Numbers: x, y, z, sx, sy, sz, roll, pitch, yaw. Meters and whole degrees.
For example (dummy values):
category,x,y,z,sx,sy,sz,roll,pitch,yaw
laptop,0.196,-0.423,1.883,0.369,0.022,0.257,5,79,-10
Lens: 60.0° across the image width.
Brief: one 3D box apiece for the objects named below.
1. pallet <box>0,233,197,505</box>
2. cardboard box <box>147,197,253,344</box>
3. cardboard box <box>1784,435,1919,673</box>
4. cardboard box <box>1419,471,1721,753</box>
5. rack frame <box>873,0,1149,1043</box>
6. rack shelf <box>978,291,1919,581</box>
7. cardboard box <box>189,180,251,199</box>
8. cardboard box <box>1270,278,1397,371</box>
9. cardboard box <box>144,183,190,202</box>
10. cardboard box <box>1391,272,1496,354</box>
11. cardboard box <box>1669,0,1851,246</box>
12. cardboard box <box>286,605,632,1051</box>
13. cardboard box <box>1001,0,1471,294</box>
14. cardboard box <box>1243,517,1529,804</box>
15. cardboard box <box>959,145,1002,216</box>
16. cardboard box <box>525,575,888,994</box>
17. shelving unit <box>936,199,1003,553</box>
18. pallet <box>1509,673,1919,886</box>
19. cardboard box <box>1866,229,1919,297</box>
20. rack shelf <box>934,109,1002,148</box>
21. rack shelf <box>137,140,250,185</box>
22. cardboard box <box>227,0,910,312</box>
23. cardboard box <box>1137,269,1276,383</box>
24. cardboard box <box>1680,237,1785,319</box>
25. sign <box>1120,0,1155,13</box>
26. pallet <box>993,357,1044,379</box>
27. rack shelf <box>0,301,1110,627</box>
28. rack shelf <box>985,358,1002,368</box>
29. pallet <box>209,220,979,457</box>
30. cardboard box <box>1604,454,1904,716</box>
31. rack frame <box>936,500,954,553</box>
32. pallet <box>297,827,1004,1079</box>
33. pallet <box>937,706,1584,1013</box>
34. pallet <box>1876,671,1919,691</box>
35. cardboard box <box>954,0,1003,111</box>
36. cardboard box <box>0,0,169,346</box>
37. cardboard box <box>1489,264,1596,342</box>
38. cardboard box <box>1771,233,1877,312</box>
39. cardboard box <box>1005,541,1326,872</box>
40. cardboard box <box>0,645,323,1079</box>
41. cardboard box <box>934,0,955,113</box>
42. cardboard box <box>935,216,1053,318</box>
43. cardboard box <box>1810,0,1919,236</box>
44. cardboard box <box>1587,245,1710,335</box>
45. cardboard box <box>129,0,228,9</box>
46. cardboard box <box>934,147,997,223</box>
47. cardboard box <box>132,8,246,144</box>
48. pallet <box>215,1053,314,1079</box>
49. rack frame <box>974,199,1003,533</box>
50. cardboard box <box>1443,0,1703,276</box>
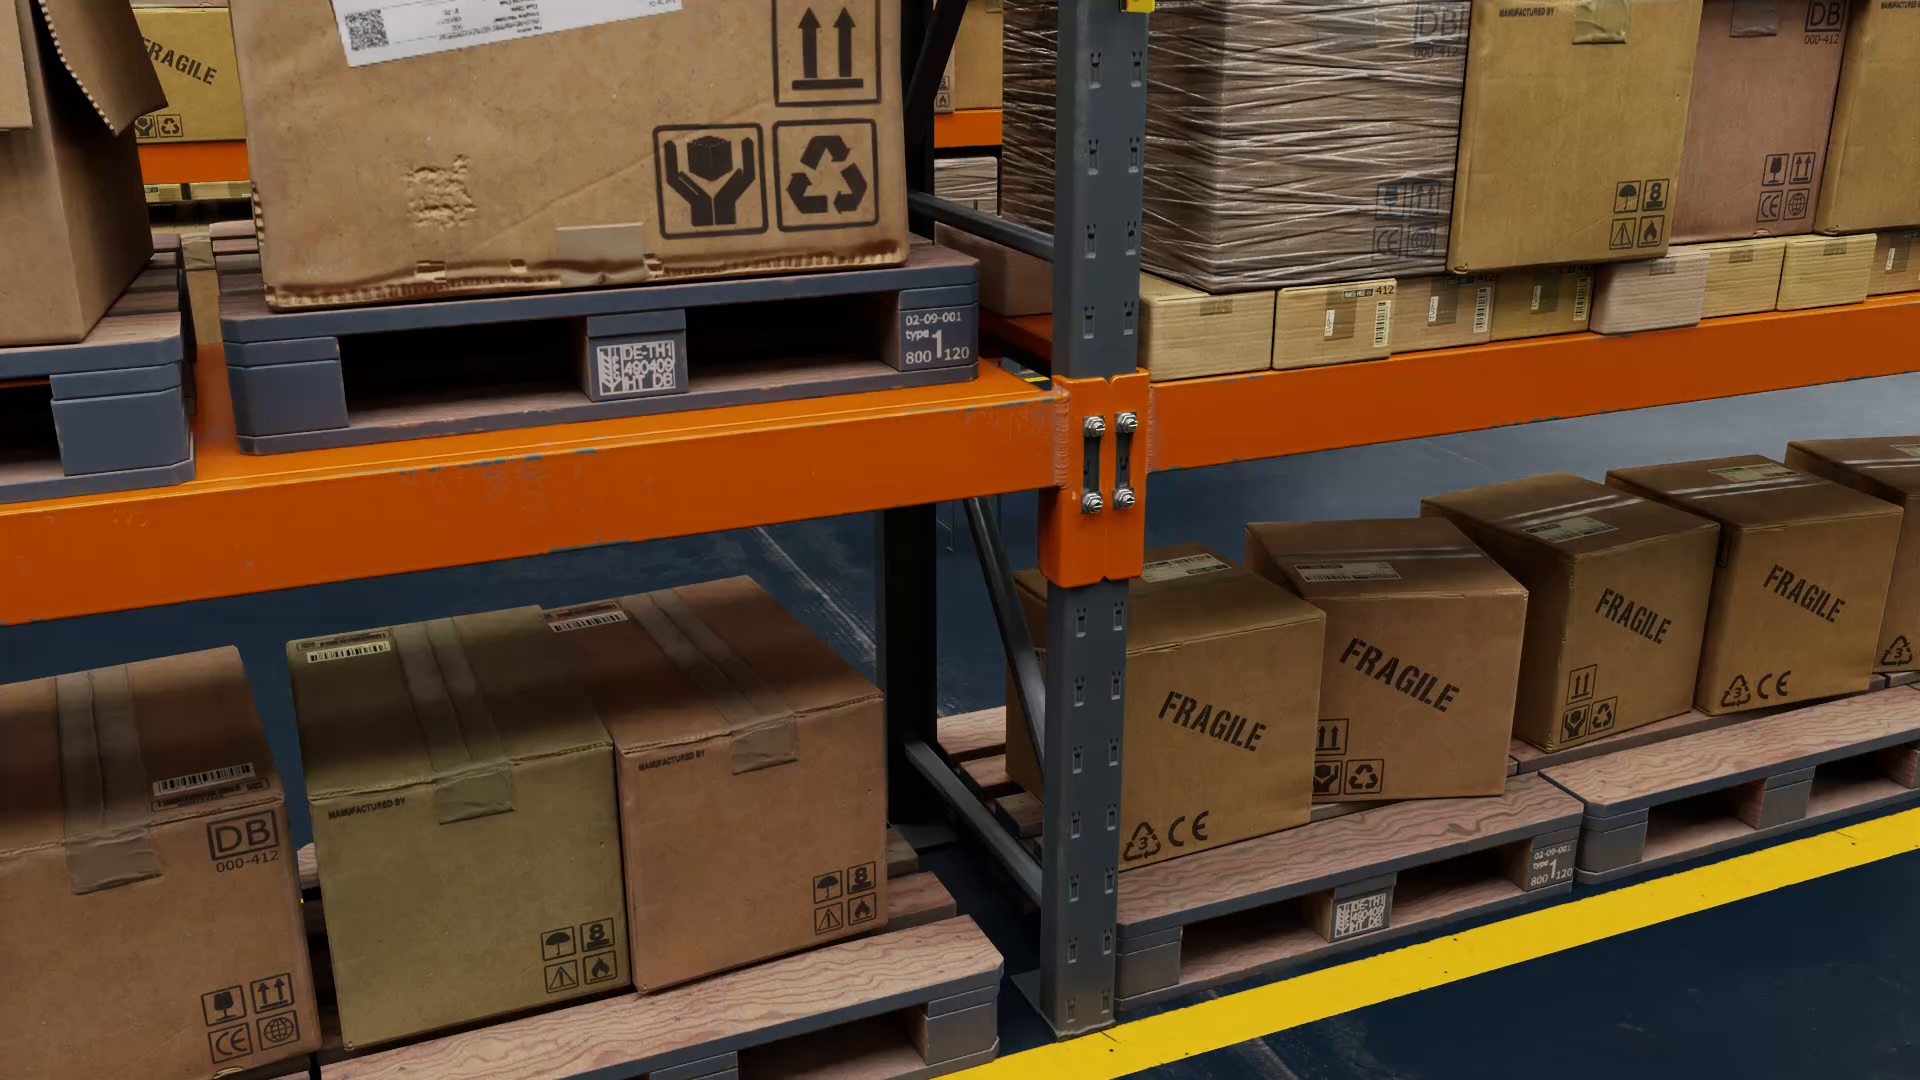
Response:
category,x,y,z,sx,sy,sz,roll,pitch,yaw
pallet,-1.820,-0.252,2.509,1.213,0.211,1.003,-8,21,-22
cardboard box,-3.242,-1.023,7.167,0.750,0.750,1.050,-8,21,-22
cardboard box,2.609,0.026,4.565,0.500,0.500,0.500,-3,20,-8
cardboard box,1.496,0.162,4.177,0.500,0.500,0.500,-10,22,-27
rack frame,0.051,-0.595,3.196,0.127,3.000,1.000,-8,21,-22
rack shelf,1.888,-0.519,4.063,4.000,0.370,1.077,-8,21,-22
cardboard box,-5.013,-2.411,11.676,0.625,0.372,0.950,-7,21,-19
cardboard box,0.603,-0.442,3.140,0.250,0.149,0.380,-8,21,-22
cardboard box,-5.651,-2.319,11.415,0.625,0.372,0.950,-7,21,-20
cardboard box,0.821,-0.484,3.258,0.250,0.149,0.380,-8,21,-22
cardboard box,1.381,-0.975,3.675,0.500,0.500,0.875,-8,21,-22
cardboard box,-0.966,0.507,3.166,0.500,0.500,0.700,-8,21,-22
cardboard box,0.489,-0.823,3.245,0.500,0.500,0.875,-8,21,-22
cardboard box,0.957,0.268,3.877,0.500,0.500,0.500,-2,19,-5
cardboard box,0.449,-1.618,8.666,0.875,0.875,0.875,-9,21,-23
cardboard box,-0.521,0.450,3.328,0.500,0.500,0.700,-10,22,-26
shelving unit,0.013,-0.568,5.828,0.189,1.200,0.258,-8,21,-22
pallet,1.776,0.459,4.401,1.213,0.211,1.003,-8,21,-22
cardboard box,1.952,-0.662,3.763,0.250,0.149,0.380,-8,21,-22
rack shelf,0.016,-2.045,8.397,4.000,0.370,1.077,-8,21,-22
rack shelf,-3.657,-1.519,6.902,4.000,0.370,1.077,-8,21,-22
cardboard box,-0.734,-1.015,2.851,1.000,1.000,1.000,-8,21,-22
cardboard box,0.368,-0.413,3.058,0.250,0.149,0.380,-8,21,-22
cardboard box,1.506,-0.585,3.546,0.250,0.149,0.380,-8,21,-22
sign,0.275,-0.973,2.525,0.005,0.325,0.100,-8,21,-22
pallet,0.031,-1.044,8.669,1.213,0.211,1.003,-8,21,-22
rack shelf,-1.785,0.007,2.569,4.000,0.370,1.077,-8,21,-22
rack shelf,0.013,-0.639,5.803,0.180,0.103,0.258,-8,21,-22
pallet,-0.708,-0.449,3.069,1.213,0.211,1.003,-8,21,-22
cardboard box,2.027,0.102,4.347,0.500,0.500,0.500,-6,20,-17
rack frame,-0.071,-0.556,5.794,0.006,1.200,0.240,-8,21,-22
pallet,-0.663,0.823,3.367,1.213,0.211,1.003,-8,21,-22
pallet,0.654,0.621,3.941,1.213,0.211,1.003,-8,21,-22
pallet,2.894,0.300,4.853,1.213,0.211,1.003,-8,21,-22
cardboard box,-0.001,-2.459,8.263,0.500,0.550,0.875,-8,21,-22
cardboard box,-1.504,-0.586,2.382,0.637,0.503,0.797,-6,20,-16
cardboard box,1.047,-0.519,3.359,0.250,0.149,0.380,-8,21,-22
cardboard box,1.740,-0.615,3.630,0.250,0.149,0.380,-8,21,-22
cardboard box,0.434,0.345,3.657,0.500,0.500,0.500,-9,21,-24
cardboard box,-1.480,0.581,2.956,0.500,0.500,0.700,-10,22,-27
cardboard box,-0.448,-2.359,7.978,0.550,0.550,0.875,-8,21,-22
cardboard box,0.132,-0.595,3.573,0.250,0.149,0.380,-8,21,-22
cardboard box,1.857,-1.028,3.826,0.500,0.500,0.875,-8,21,-22
cardboard box,1.293,-0.540,3.417,0.250,0.149,0.380,-8,21,-22
cardboard box,-3.210,-2.438,6.774,0.500,0.500,0.700,-8,21,-21
cardboard box,-0.389,-1.498,8.328,0.875,0.875,0.875,-8,21,-22
cardboard box,-3.122,-1.885,6.709,0.500,0.500,0.500,-8,21,-21
pallet,-1.785,0.985,2.908,1.213,0.211,1.003,-8,21,-22
rack frame,0.097,-0.580,5.862,0.006,1.200,0.240,-8,21,-22
cardboard box,0.962,-0.878,3.401,0.500,0.500,0.875,-8,21,-22
